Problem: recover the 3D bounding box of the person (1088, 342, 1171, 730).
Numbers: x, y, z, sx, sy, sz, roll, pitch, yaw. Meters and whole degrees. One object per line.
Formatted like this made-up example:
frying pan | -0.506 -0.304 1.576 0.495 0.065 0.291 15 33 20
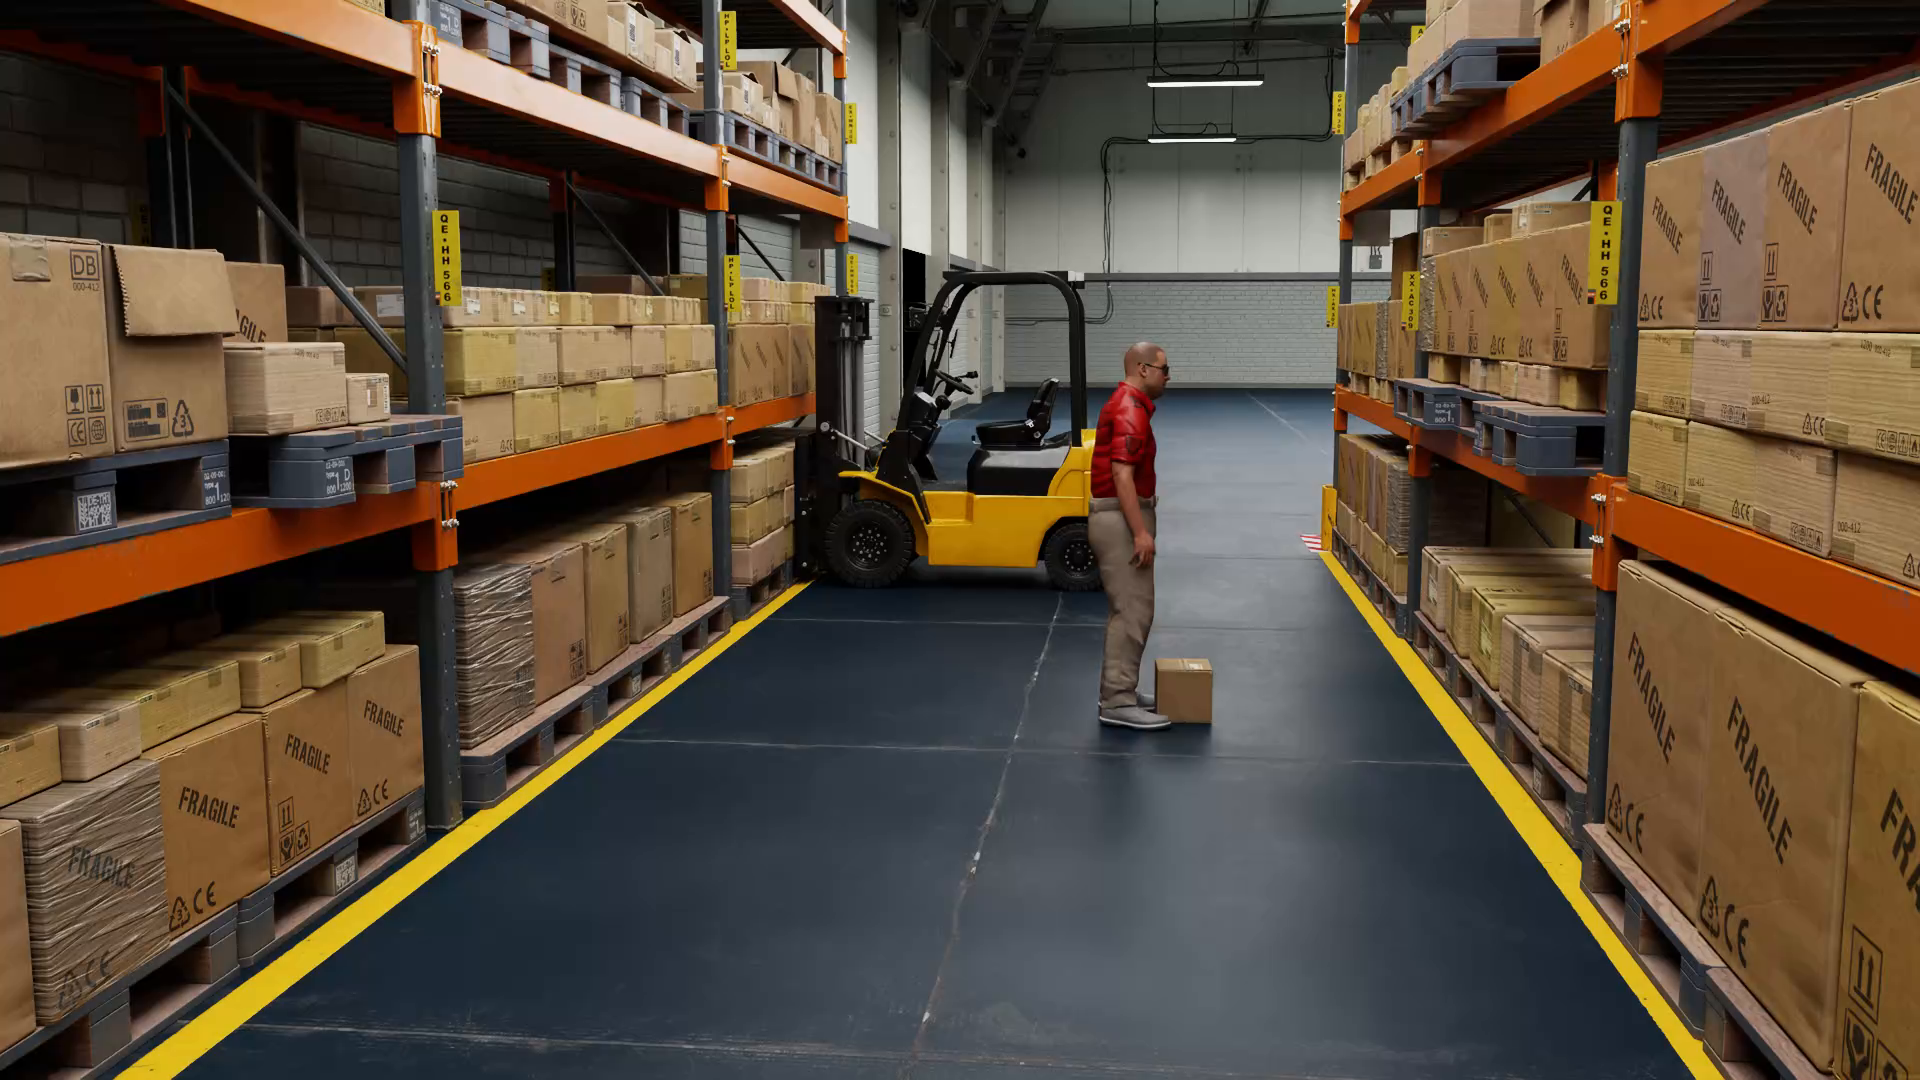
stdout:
person | 0.780 -0.039 7.635 0.384 1.728 0.603 1 8 4
